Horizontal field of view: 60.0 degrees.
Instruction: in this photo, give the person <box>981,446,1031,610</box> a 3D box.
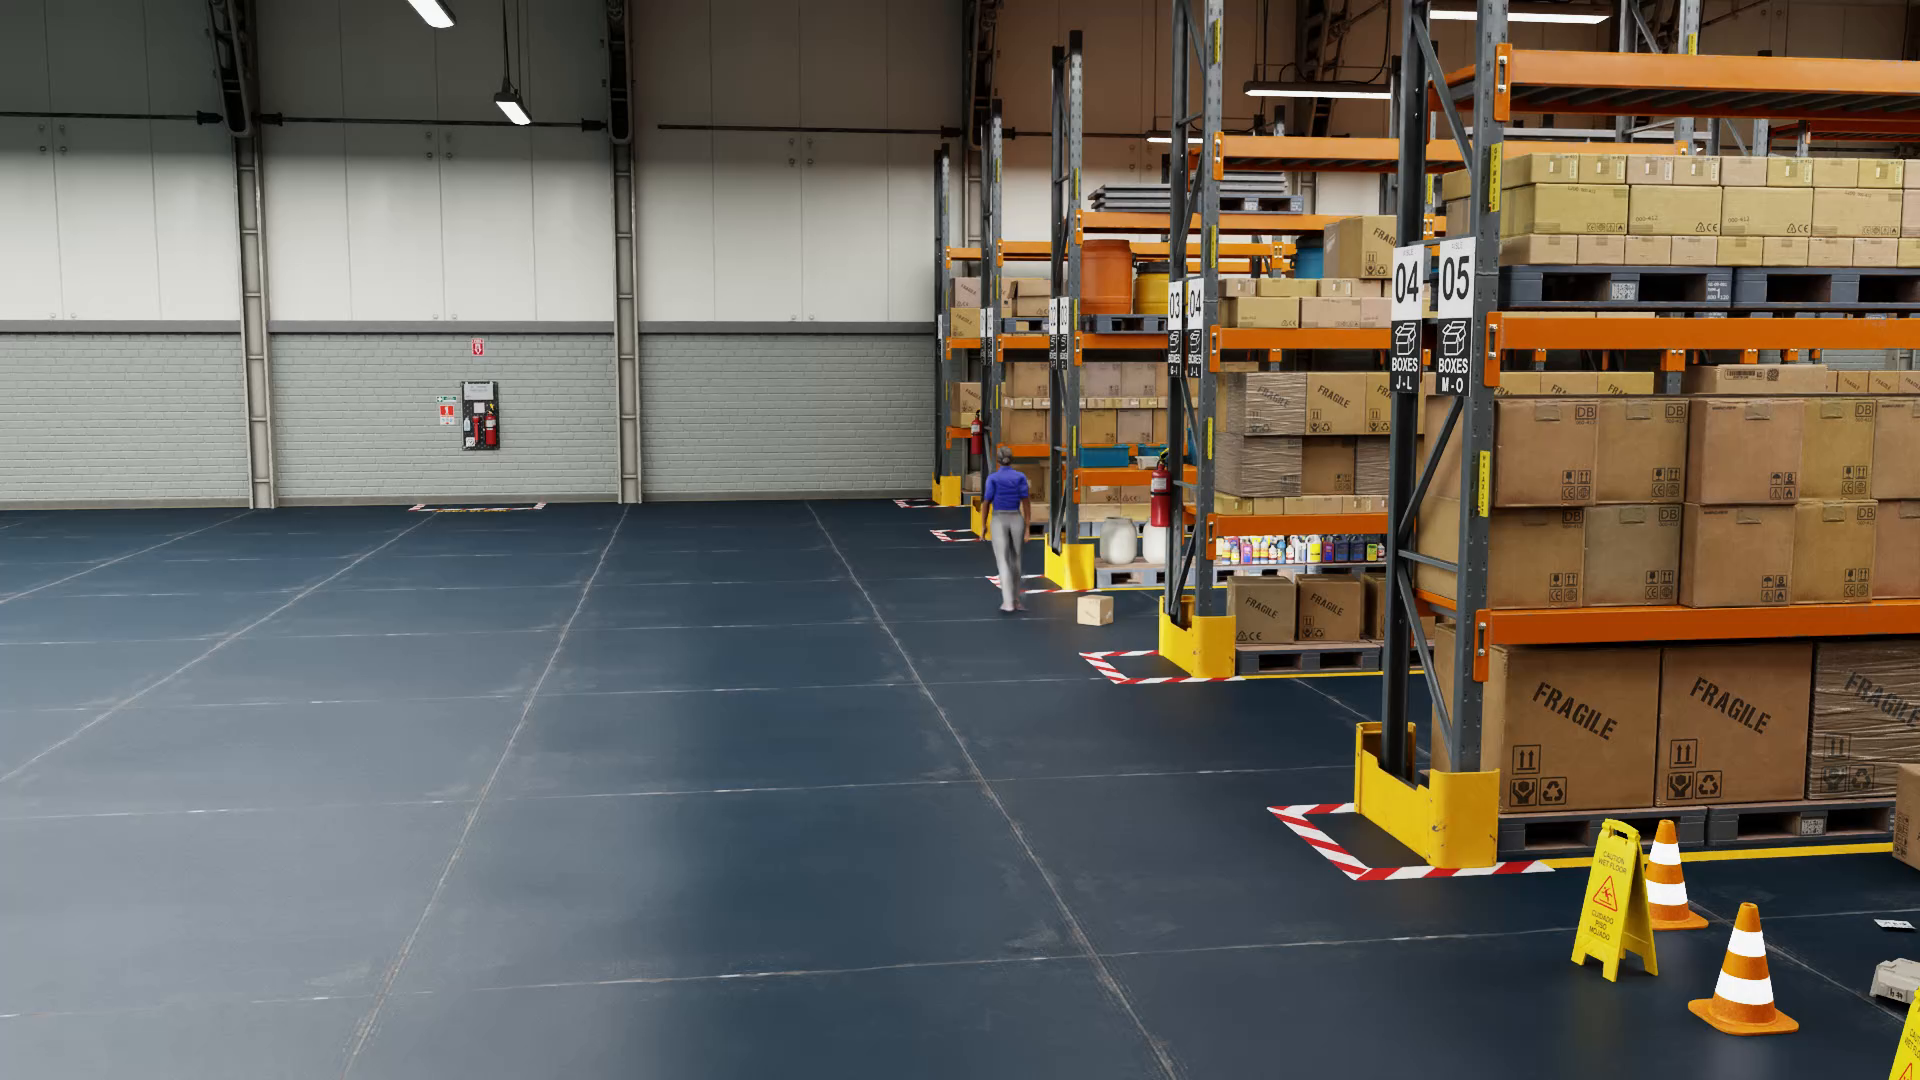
[{"bbox_3d":[0.462,-0.085,16.751,0.469,1.723,0.568,-2,7,-15],"label":"person"}]
